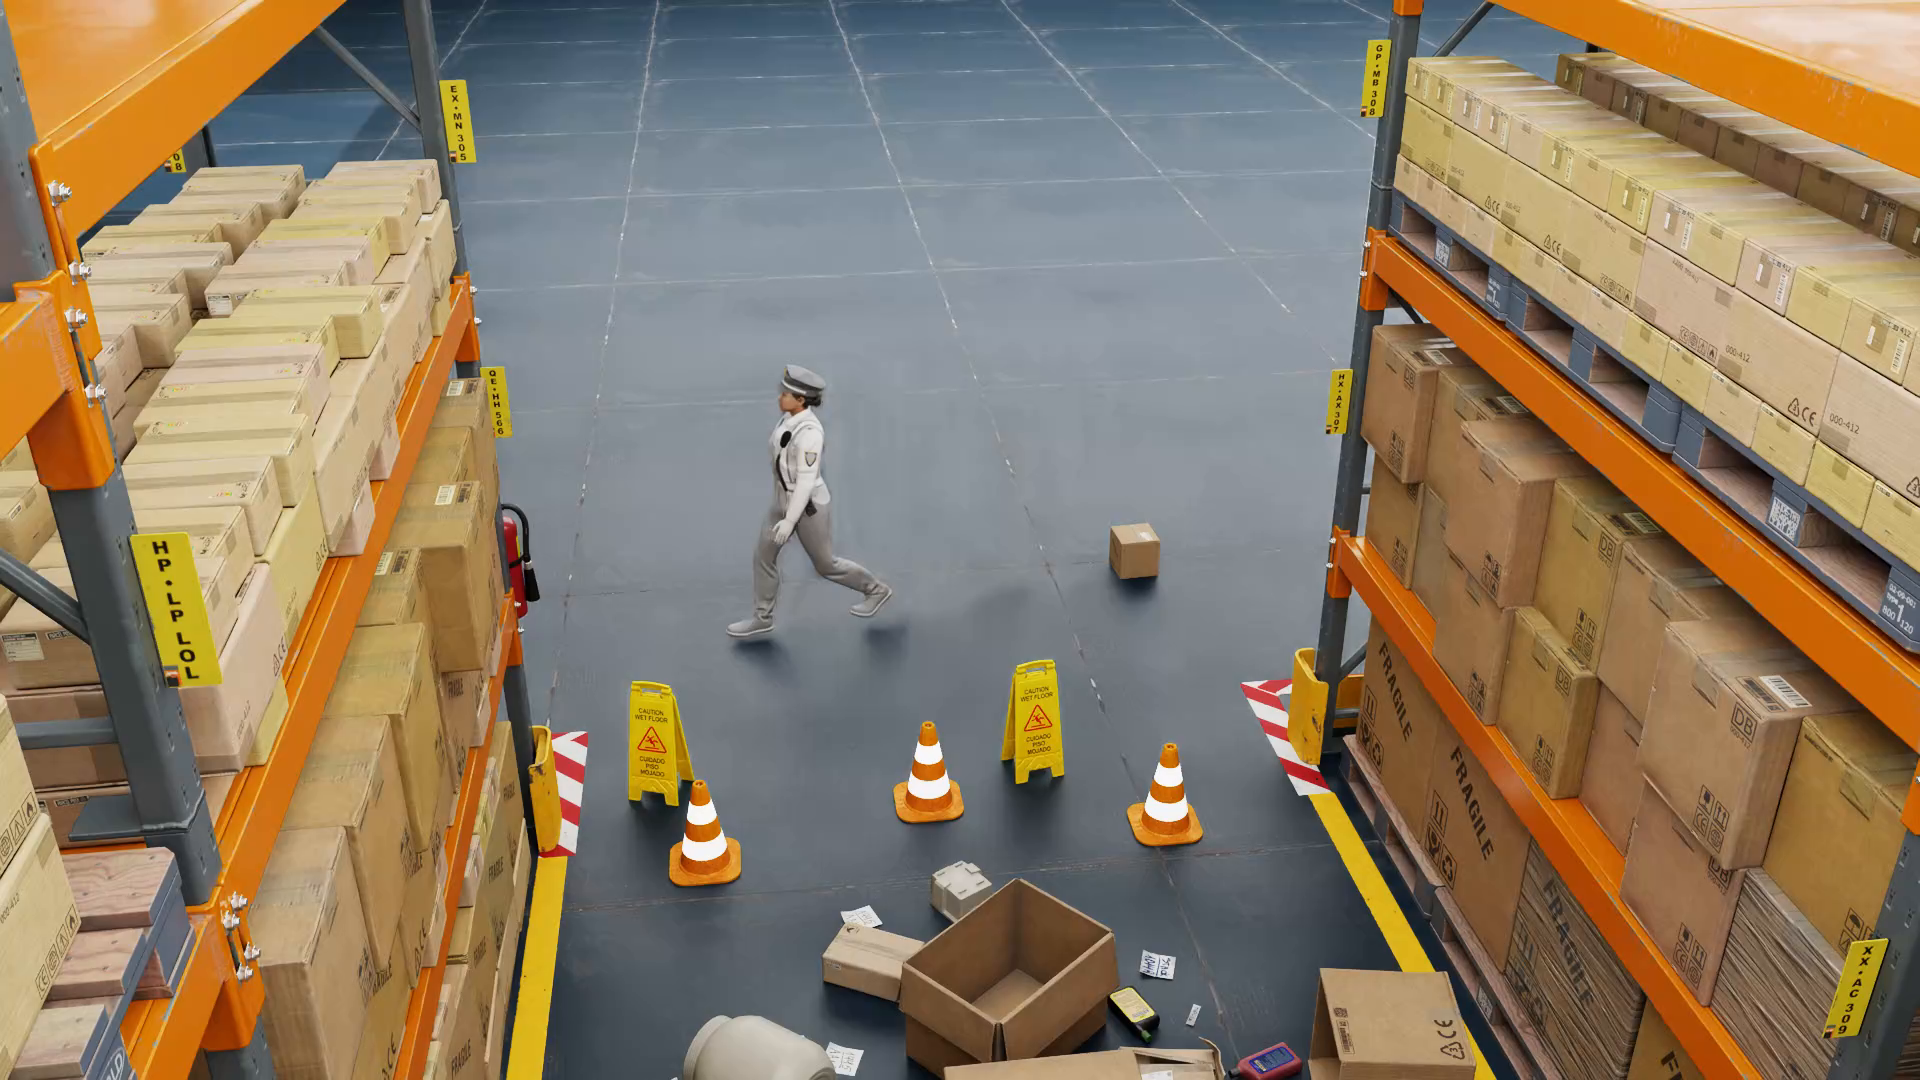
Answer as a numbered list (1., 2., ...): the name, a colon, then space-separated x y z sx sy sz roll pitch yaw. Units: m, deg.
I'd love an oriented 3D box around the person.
1. person: -0.890 -0.224 9.475 0.987 1.640 0.458 -12 30 -22
